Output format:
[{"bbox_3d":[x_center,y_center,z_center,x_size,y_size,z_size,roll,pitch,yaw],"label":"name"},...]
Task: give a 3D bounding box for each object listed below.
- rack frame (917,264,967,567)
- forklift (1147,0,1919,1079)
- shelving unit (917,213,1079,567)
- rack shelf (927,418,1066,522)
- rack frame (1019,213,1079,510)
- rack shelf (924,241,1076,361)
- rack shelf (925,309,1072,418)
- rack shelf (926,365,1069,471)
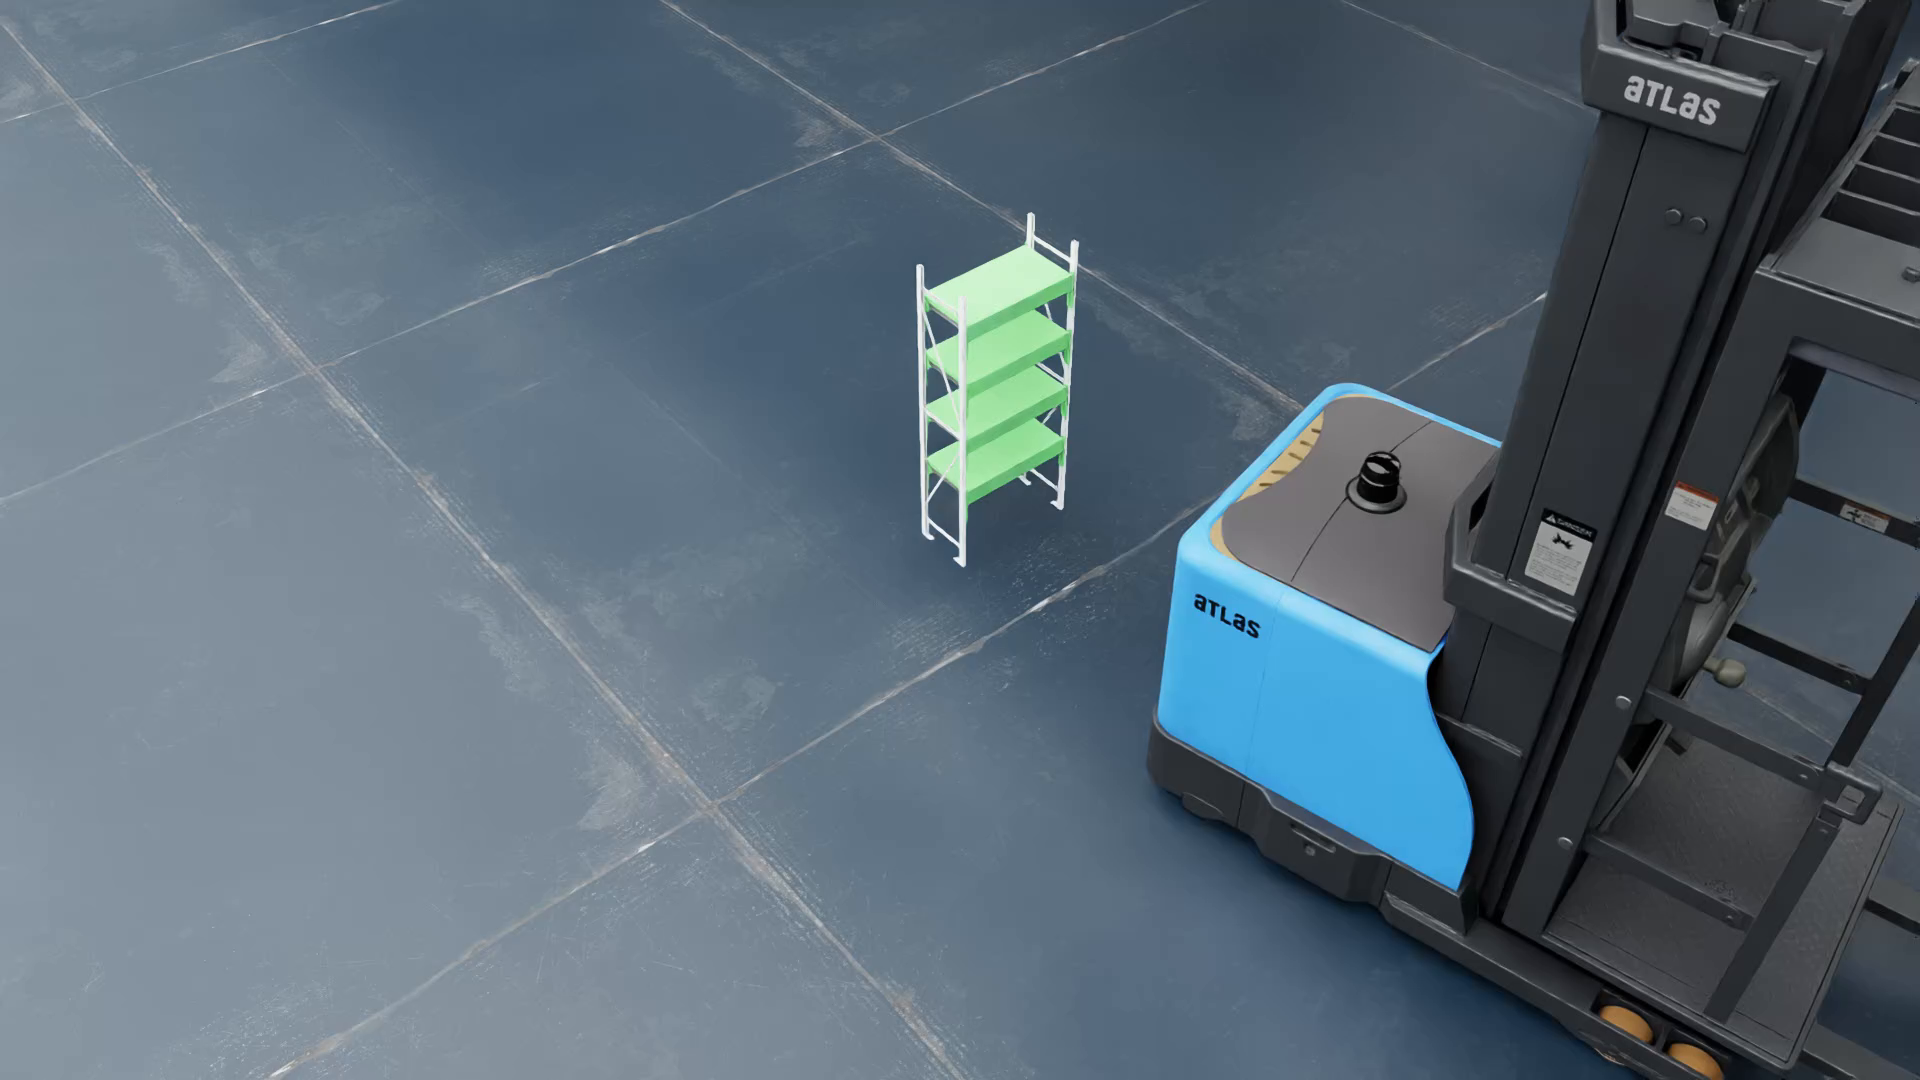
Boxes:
[{"bbox_3d":[-0.060,-0.403,5.803,0.015,1.200,0.240,-30,51,-28],"label":"rack frame"},{"bbox_3d":[2.083,0.068,4.036,3.031,2.935,1.130,27,50,26],"label":"forklift"},{"bbox_3d":[0.127,-0.510,5.917,0.503,1.200,0.258,-30,51,-28],"label":"shelving unit"},{"bbox_3d":[0.127,-0.289,6.125,0.480,0.148,0.258,-30,51,-28],"label":"rack shelf"},{"bbox_3d":[0.314,-0.617,6.031,0.015,1.200,0.240,-30,51,-28],"label":"rack frame"},{"bbox_3d":[0.127,-0.813,5.632,0.480,0.148,0.258,-30,51,-28],"label":"rack shelf"},{"bbox_3d":[0.127,-0.638,5.796,0.480,0.148,0.258,-30,51,-28],"label":"rack shelf"},{"bbox_3d":[0.127,-0.463,5.960,0.480,0.148,0.258,-30,51,-28],"label":"rack shelf"}]
